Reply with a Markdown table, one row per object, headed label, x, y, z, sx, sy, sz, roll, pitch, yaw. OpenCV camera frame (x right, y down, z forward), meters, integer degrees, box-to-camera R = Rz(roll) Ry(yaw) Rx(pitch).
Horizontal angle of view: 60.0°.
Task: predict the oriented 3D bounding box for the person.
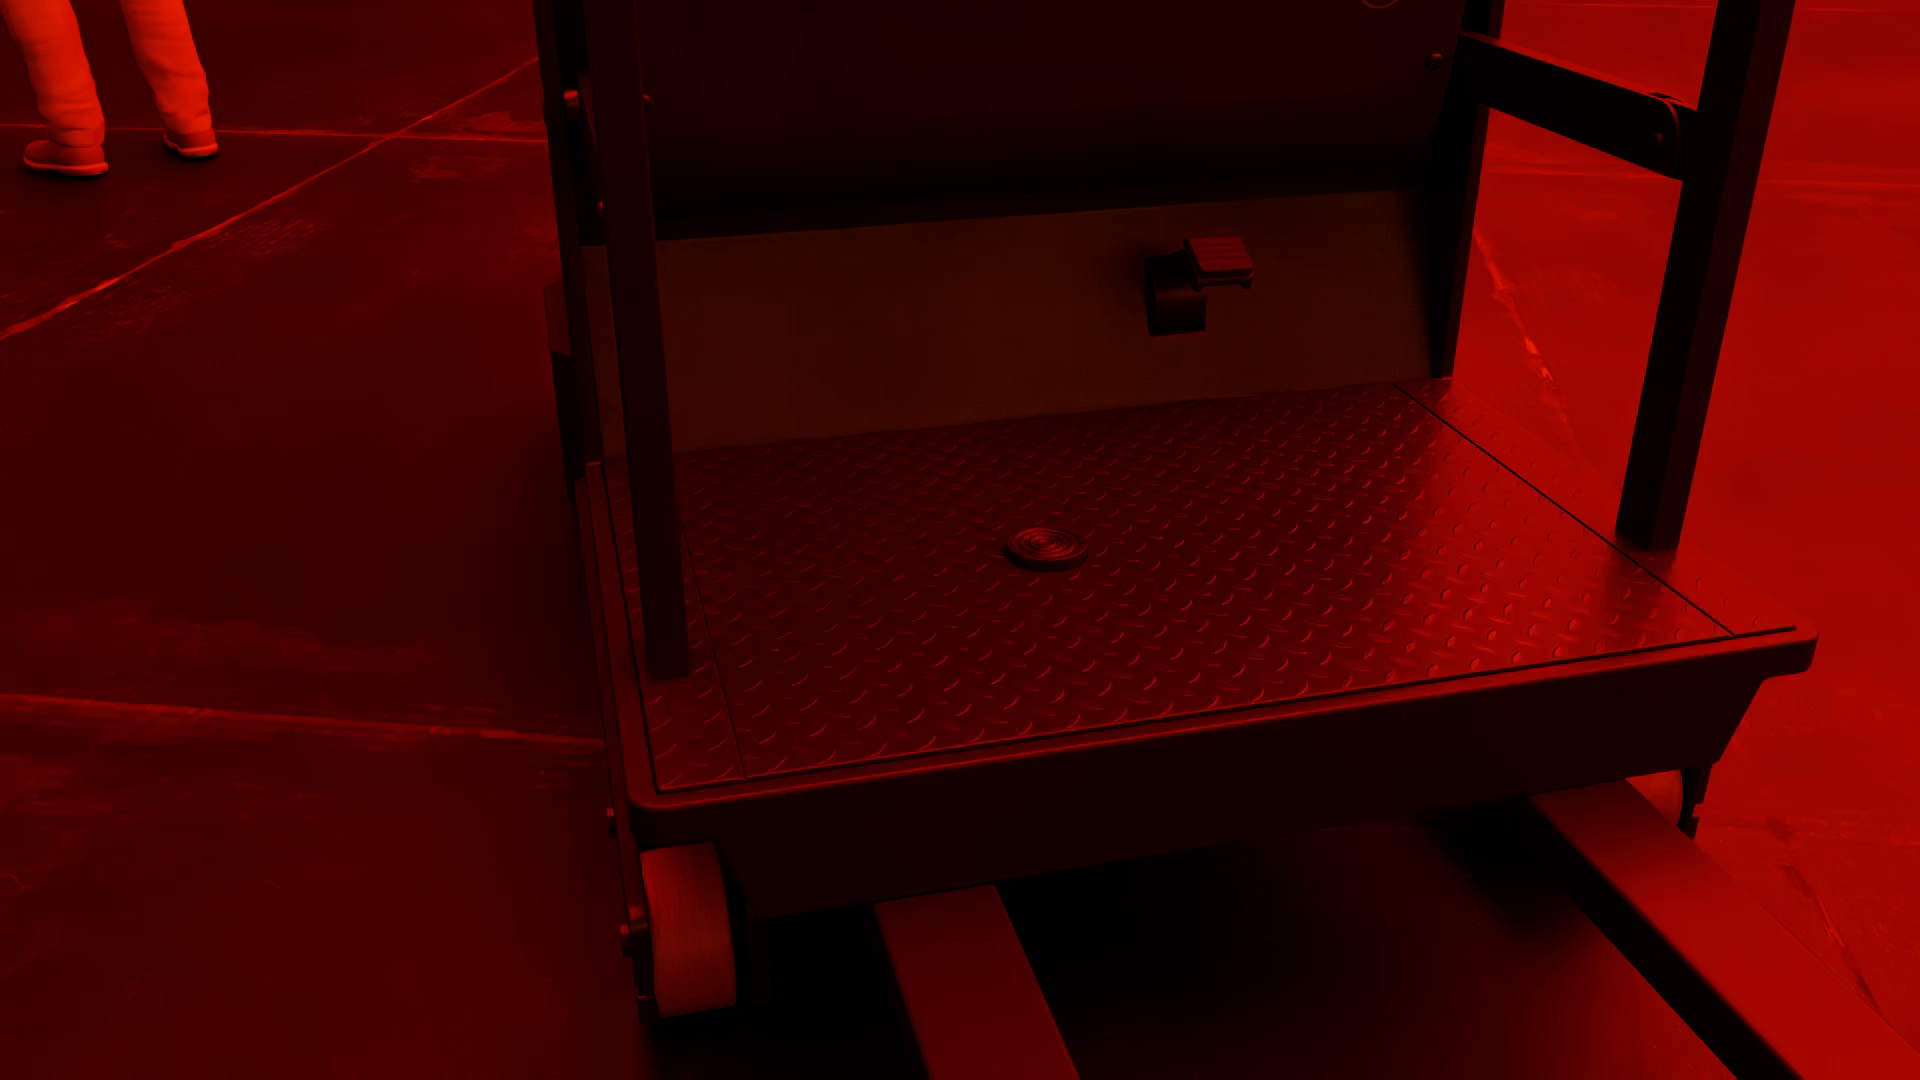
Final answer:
| label | x | y | z | sx | sy | sz | roll | pitch | yaw |
| --- | --- | --- | --- | --- | --- | --- | --- | --- | --- |
| person | -2.284 | -1.811 | 4.174 | 0.585 | 1.747 | 0.440 | -24 | 35 | -39 |

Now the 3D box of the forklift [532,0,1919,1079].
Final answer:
| label | x | y | z | sx | sy | sz | roll | pitch | yaw |
| --- | --- | --- | --- | --- | --- | --- | --- | --- | --- |
| forklift | 0.153 | -1.049 | 1.319 | 1.130 | 2.935 | 3.031 | -7 | 27 | -13 |
